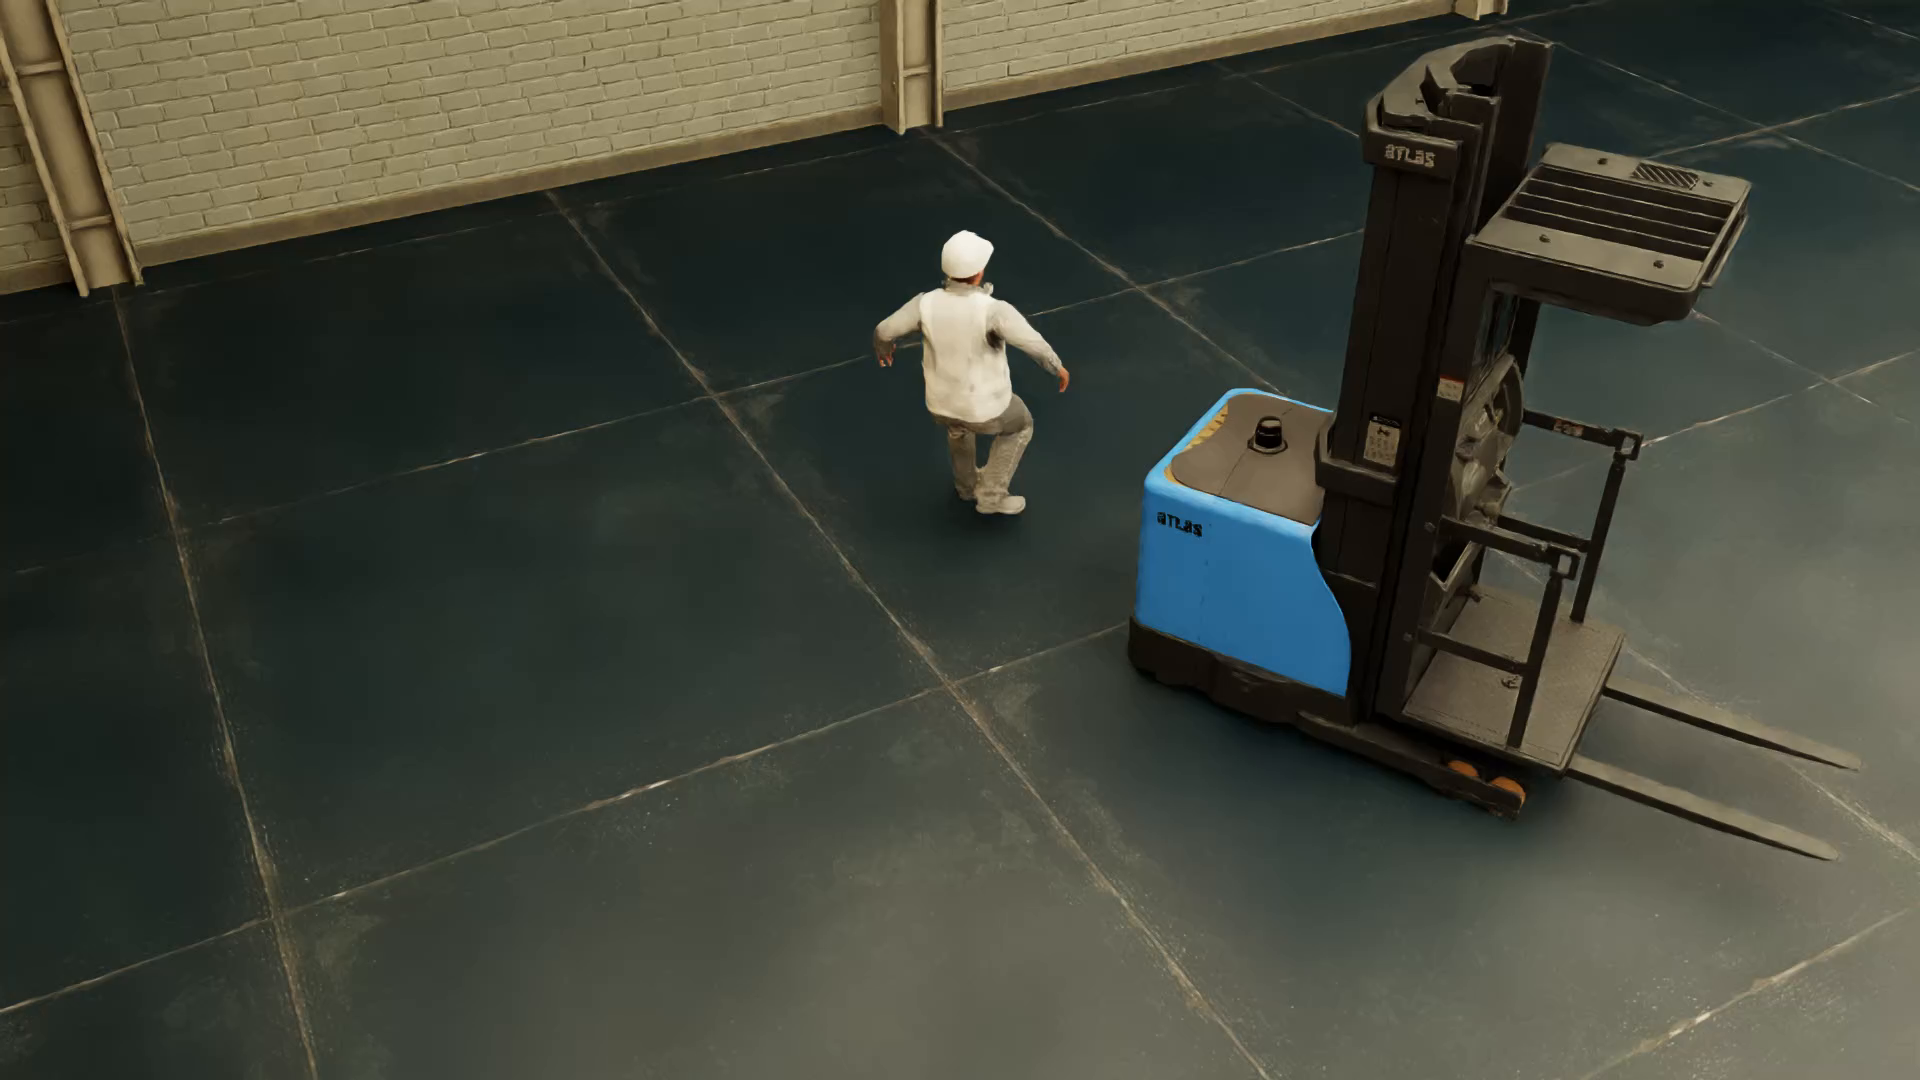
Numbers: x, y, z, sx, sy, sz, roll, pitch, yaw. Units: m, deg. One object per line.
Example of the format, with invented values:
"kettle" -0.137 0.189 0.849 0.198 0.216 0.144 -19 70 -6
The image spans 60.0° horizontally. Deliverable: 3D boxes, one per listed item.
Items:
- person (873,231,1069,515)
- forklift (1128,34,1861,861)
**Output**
"person" 0.092 -0.826 8.395 1.004 1.675 0.720 16 38 22
"forklift" 2.310 -0.382 6.663 3.031 2.935 1.130 19 40 25
